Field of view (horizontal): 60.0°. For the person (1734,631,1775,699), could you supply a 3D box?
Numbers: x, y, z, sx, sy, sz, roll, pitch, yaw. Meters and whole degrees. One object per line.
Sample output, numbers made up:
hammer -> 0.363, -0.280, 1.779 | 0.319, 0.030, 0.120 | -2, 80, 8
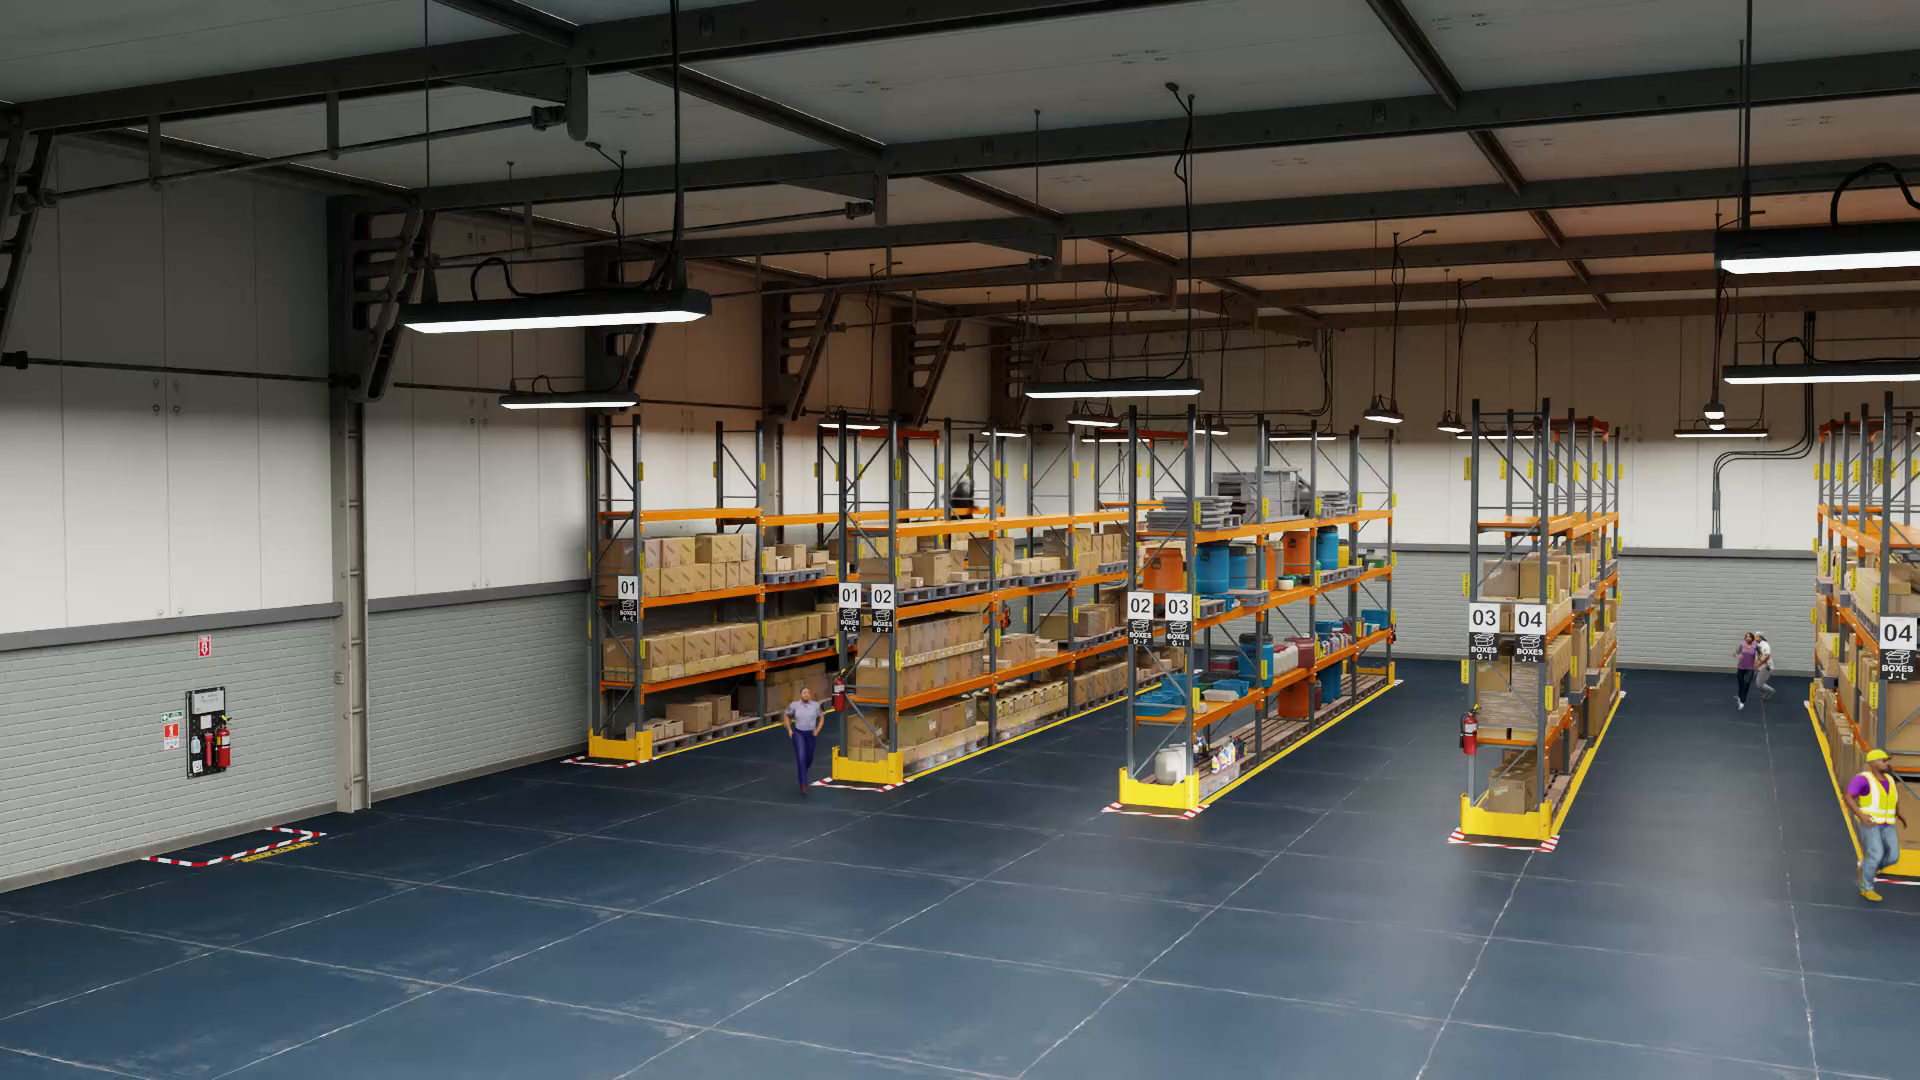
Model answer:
person -> 17.453, 2.740, 36.334 | 0.757, 1.506, 0.697 | 0, 2, -11

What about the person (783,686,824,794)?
person -> -2.448, 3.116, 26.210 | 0.631, 1.650, 0.869 | -1, 2, -19

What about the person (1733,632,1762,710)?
person -> 16.677, 2.753, 35.228 | 0.545, 1.622, 0.774 | 1, 3, 32

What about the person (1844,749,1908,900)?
person -> 10.810, 3.342, 19.582 | 0.766, 1.734, 0.516 | -1, 2, -13
